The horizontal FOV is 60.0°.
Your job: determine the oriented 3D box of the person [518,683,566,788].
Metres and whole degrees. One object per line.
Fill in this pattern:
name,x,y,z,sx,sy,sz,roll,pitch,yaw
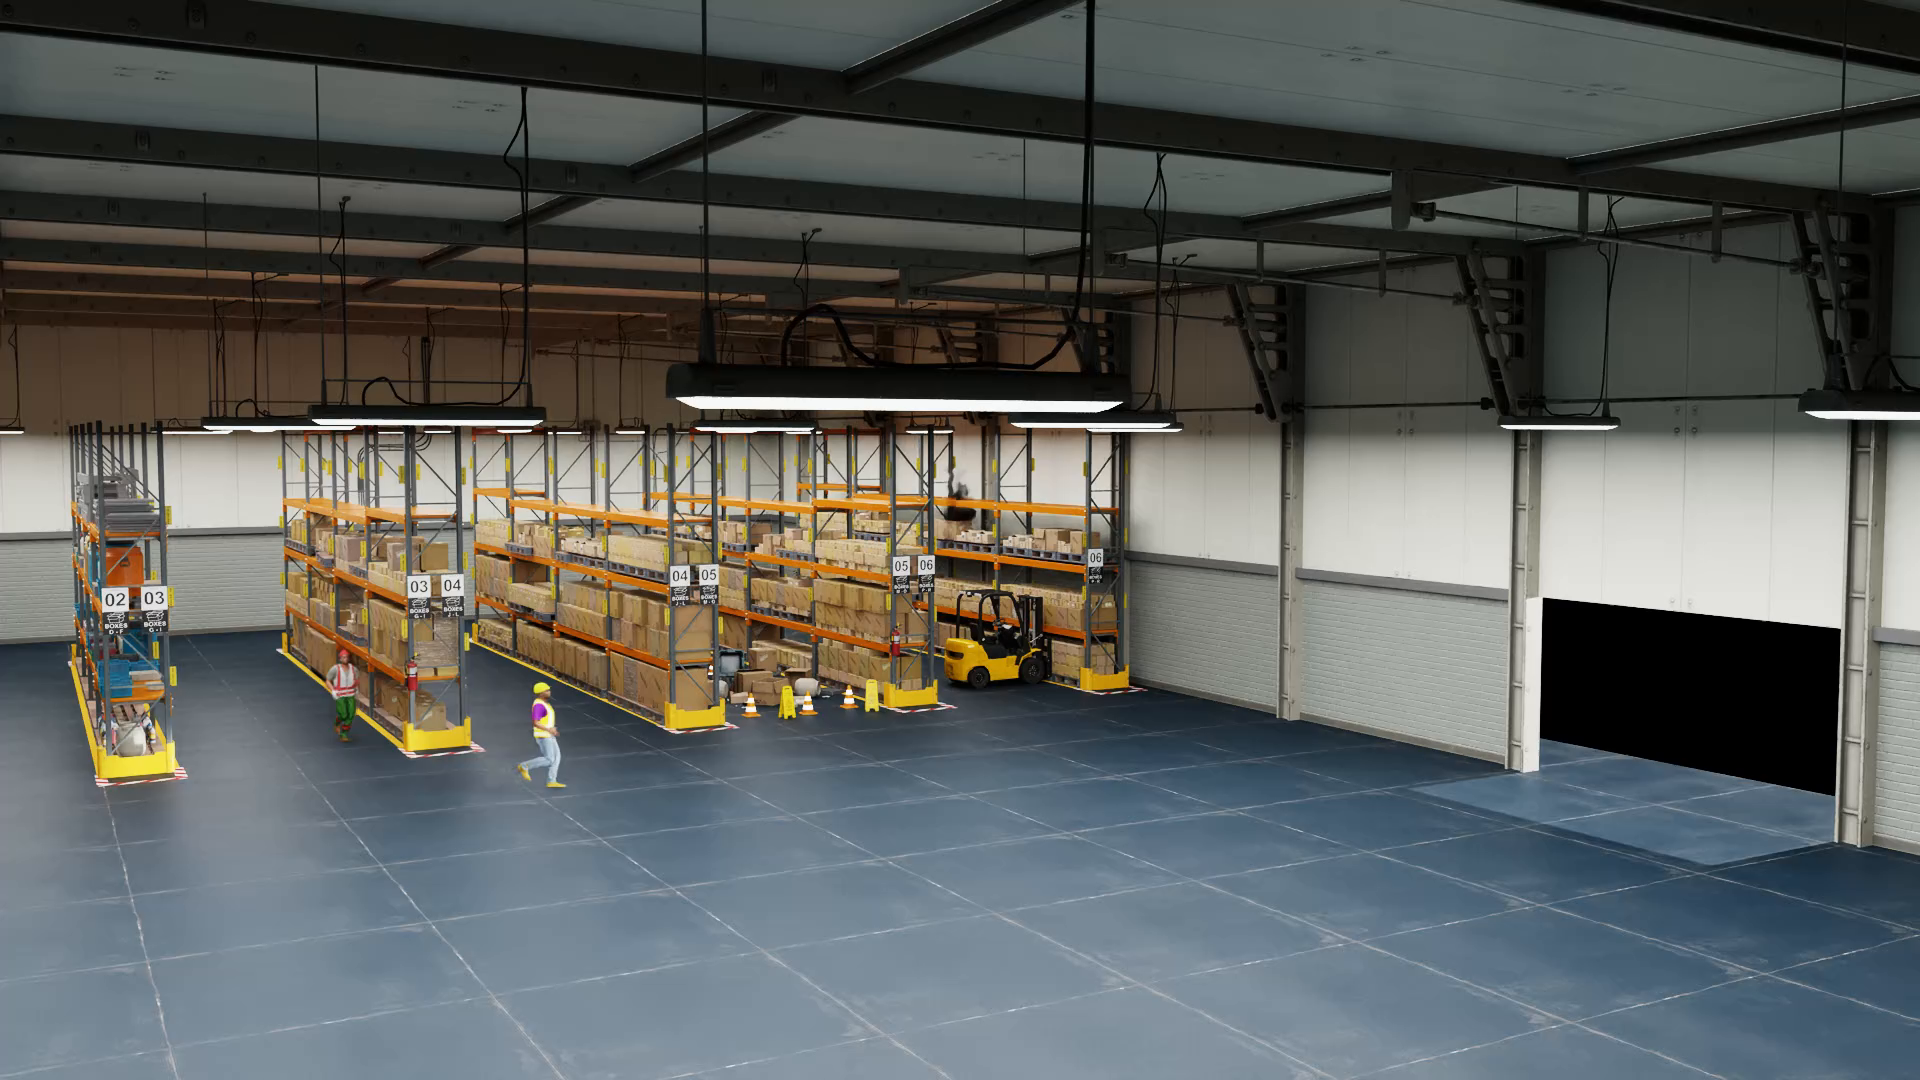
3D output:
person,-6.816,3.187,27.094,0.758,1.738,0.699,0,4,-8

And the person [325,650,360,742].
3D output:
person,-11.580,2.932,31.288,0.623,1.735,0.601,-3,5,-42
